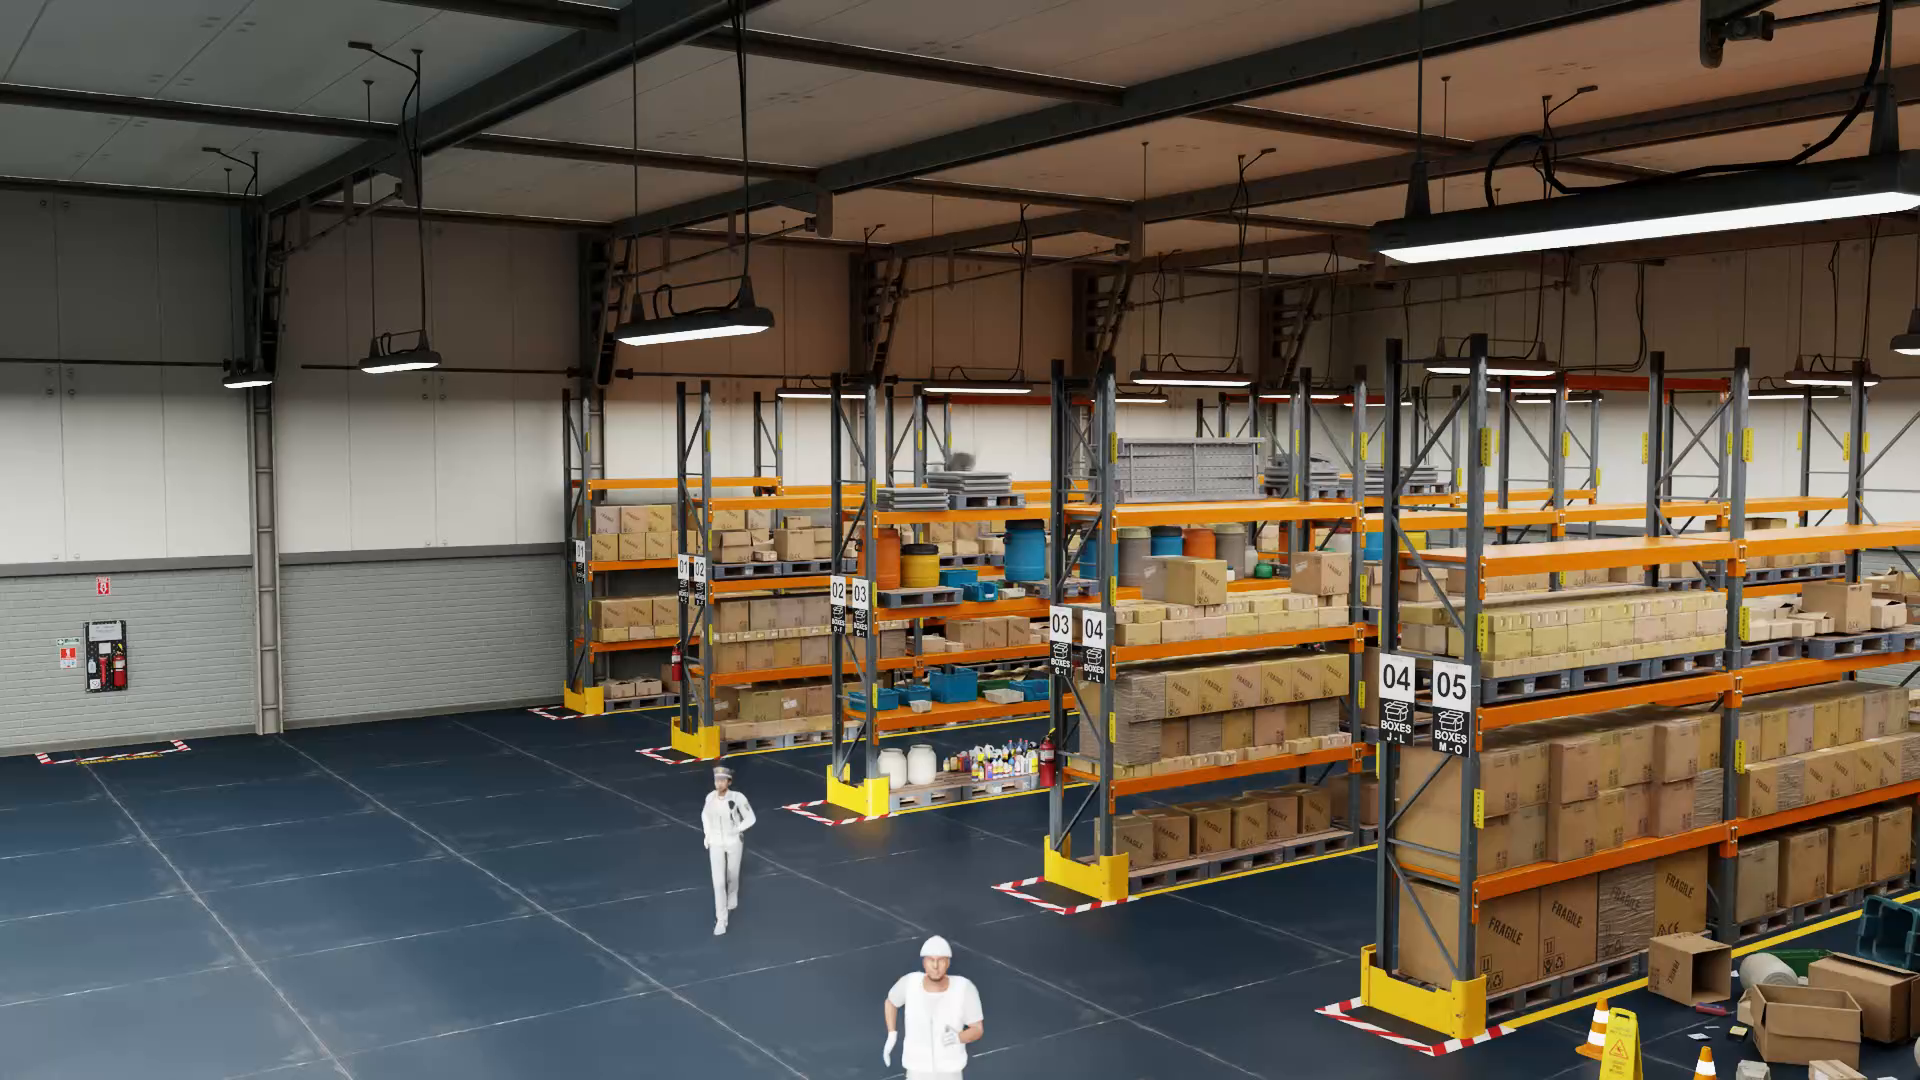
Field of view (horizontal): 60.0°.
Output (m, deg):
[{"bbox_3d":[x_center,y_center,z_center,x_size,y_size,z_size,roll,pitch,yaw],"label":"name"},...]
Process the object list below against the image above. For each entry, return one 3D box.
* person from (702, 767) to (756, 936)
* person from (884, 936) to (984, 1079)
[{"bbox_3d":[-2.441,3.205,17.474,0.607,1.705,0.828,0,4,4],"label":"person"},{"bbox_3d":[-0.176,3.561,11.105,0.666,1.848,0.778,0,4,-3],"label":"person"}]
